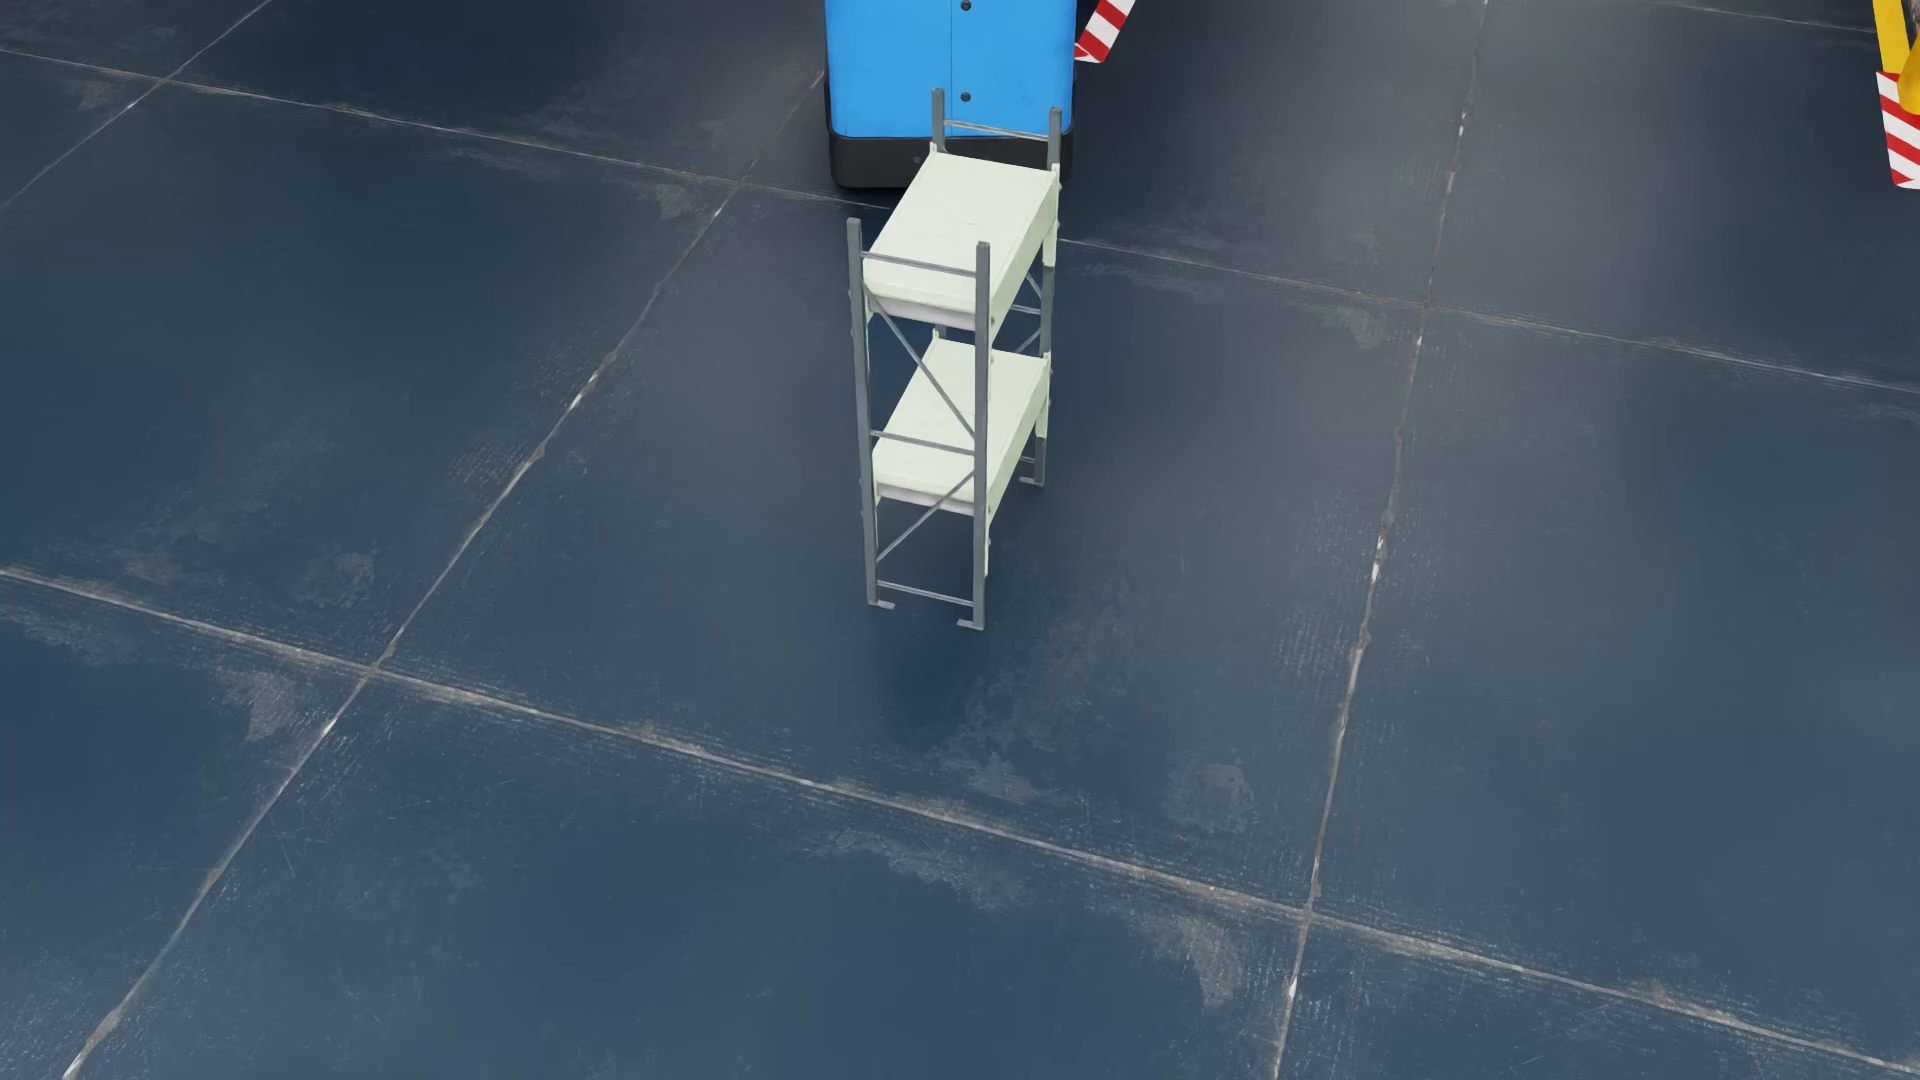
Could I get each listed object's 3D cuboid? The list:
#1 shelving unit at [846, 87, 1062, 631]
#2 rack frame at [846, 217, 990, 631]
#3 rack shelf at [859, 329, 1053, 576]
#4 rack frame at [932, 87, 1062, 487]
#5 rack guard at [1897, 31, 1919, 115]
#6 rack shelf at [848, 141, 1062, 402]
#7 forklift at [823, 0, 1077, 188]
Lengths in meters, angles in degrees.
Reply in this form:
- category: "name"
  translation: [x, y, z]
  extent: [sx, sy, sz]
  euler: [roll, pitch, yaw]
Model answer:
- category: "shelving unit"
  translation: [-0.002, -0.532, 5.221]
  extent: [0.431, 1.500, 0.755]
  euler: [13, 46, 12]
- category: "rack frame"
  translation: [-0.113, -0.288, 4.972]
  extent: [0.400, 1.500, 0.023]
  euler: [13, 46, 12]
- category: "rack shelf"
  translation: [-0.002, -0.299, 5.449]
  extent: [0.431, 0.370, 0.720]
  euler: [13, 46, 12]
- category: "rack frame"
  translation: [0.109, -0.776, 5.470]
  extent: [0.400, 1.500, 0.023]
  euler: [13, 46, 12]
- category: "rack guard"
  translation: [5.027, -2.175, 7.615]
  extent: [1.175, 0.500, 0.348]
  euler: [13, 46, 13]
- category: "rack shelf"
  translation: [-0.002, -0.811, 4.948]
  extent: [0.431, 0.370, 0.720]
  euler: [13, 46, 12]
- category: "forklift"
  translation: [-0.059, -3.586, 7.319]
  extent: [1.130, 2.935, 3.031]
  euler: [-1, 44, -1]
